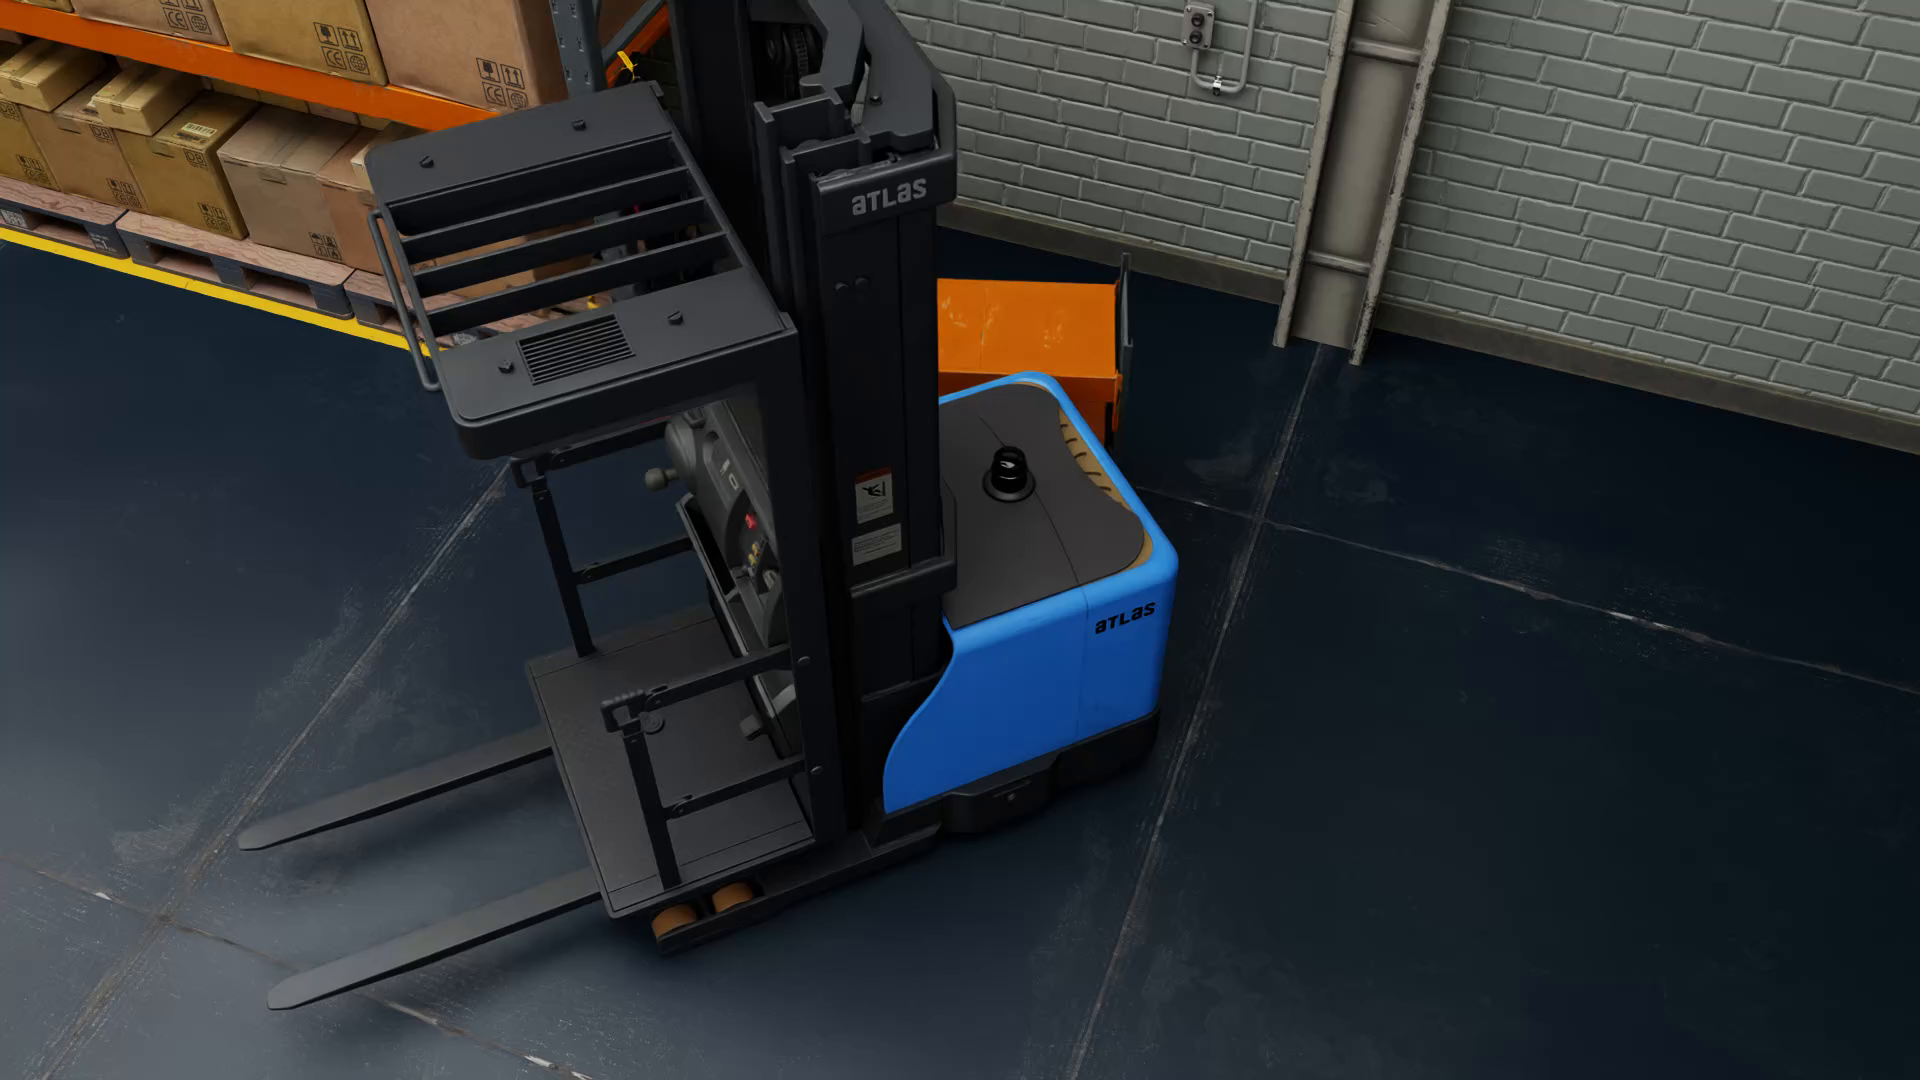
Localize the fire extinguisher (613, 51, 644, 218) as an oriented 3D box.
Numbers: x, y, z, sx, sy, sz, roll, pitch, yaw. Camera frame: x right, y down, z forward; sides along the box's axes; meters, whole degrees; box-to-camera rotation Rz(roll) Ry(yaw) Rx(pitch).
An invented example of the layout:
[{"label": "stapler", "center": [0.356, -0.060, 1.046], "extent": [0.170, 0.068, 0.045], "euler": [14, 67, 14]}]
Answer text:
[{"label": "fire extinguisher", "center": [-1.228, -1.484, 6.215], "extent": [0.183, 0.674, 0.296], "euler": [16, 51, 13]}]

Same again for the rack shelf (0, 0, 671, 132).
[{"label": "rack shelf", "center": [-3.086, -2.286, 7.089], "extent": [4.000, 0.370, 1.077], "euler": [16, 51, 13]}]

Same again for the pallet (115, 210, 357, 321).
[{"label": "pallet", "center": [-3.128, -1.559, 7.828], "extent": [1.213, 0.211, 1.003], "euler": [16, 51, 13]}]

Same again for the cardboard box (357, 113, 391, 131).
[{"label": "cardboard box", "center": [-2.425, -1.948, 7.267], "extent": [0.250, 0.149, 0.380], "euler": [16, 51, 13]}]

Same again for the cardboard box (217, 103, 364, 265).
[{"label": "cardboard box", "center": [-2.843, -1.691, 7.474], "extent": [0.500, 0.500, 0.700], "euler": [14, 51, 12]}]

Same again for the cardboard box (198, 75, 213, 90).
[{"label": "cardboard box", "center": [-3.384, -2.215, 7.498], "extent": [0.250, 0.149, 0.380], "euler": [16, 51, 14]}]

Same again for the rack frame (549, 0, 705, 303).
[{"label": "rack frame", "center": [-1.210, -1.998, 6.363], "extent": [0.127, 3.000, 1.000], "euler": [16, 51, 13]}]

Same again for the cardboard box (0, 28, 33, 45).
[{"label": "cardboard box", "center": [-4.363, -2.487, 7.734], "extent": [0.250, 0.149, 0.380], "euler": [15, 51, 13]}]

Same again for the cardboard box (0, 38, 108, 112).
[{"label": "cardboard box", "center": [-4.038, -2.089, 7.389], "extent": [0.250, 0.149, 0.380], "euler": [17, 51, 14]}]

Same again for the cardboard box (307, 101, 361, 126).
[{"label": "cardboard box", "center": [-2.664, -2.015, 7.325], "extent": [0.250, 0.149, 0.380], "euler": [16, 51, 14]}]

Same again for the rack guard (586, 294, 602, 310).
[{"label": "rack guard", "center": [-1.187, -1.173, 7.302], "extent": [0.348, 0.500, 1.175], "euler": [16, 51, 13]}]

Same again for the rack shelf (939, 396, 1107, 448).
[{"label": "rack shelf", "center": [0.083, -0.344, 6.494], "extent": [1.000, 0.278, 0.538], "euler": [2, 49, 2]}]

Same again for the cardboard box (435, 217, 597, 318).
[{"label": "cardboard box", "center": [-1.901, -1.429, 7.246], "extent": [0.500, 0.500, 0.700], "euler": [16, 51, 13]}]

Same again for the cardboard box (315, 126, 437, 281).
[{"label": "cardboard box", "center": [-2.371, -1.560, 7.360], "extent": [0.500, 0.500, 0.700], "euler": [15, 51, 13]}]

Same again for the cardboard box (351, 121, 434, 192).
[{"label": "cardboard box", "center": [-2.325, -1.612, 6.976], "extent": [0.250, 0.149, 0.380], "euler": [17, 51, 14]}]

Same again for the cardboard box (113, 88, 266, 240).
[{"label": "cardboard box", "center": [-3.345, -1.826, 7.590], "extent": [0.500, 0.500, 0.700], "euler": [17, 51, 14]}]

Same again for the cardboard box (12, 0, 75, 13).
[{"label": "cardboard box", "center": [-3.776, -2.795, 6.855], "extent": [0.700, 0.700, 0.980], "euler": [14, 51, 12]}]

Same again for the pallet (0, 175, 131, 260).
[{"label": "pallet", "center": [-4.276, -1.877, 8.104], "extent": [1.213, 0.211, 1.003], "euler": [16, 51, 13]}]

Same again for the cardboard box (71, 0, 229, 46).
[{"label": "cardboard box", "center": [-3.090, -2.611, 6.696], "extent": [0.700, 0.700, 0.980], "euler": [13, 50, 11]}]

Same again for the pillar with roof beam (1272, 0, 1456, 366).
[{"label": "pillar with roof beam", "center": [0.131, -0.817, 1.370], "extent": [0.400, 9.000, 9.100], "euler": [16, 51, 13]}]

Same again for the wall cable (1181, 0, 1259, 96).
[{"label": "wall cable", "center": [0.319, -2.666, 6.270], "extent": [1.851, 1.984, 0.084], "euler": [16, 51, 13]}]

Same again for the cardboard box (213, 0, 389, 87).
[{"label": "cardboard box", "center": [-2.378, -2.405, 6.518], "extent": [0.700, 0.700, 0.980], "euler": [15, 51, 13]}]

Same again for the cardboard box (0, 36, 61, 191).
[{"label": "cardboard box", "center": [-4.296, -2.096, 7.824], "extent": [0.500, 0.500, 0.700], "euler": [16, 51, 14]}]

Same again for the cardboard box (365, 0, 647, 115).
[{"label": "cardboard box", "center": [-1.692, -2.222, 6.359], "extent": [0.700, 0.700, 0.980], "euler": [18, 51, 15]}]

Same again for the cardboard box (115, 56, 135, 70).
[{"label": "cardboard box", "center": [-3.621, -2.282, 7.556], "extent": [0.250, 0.149, 0.380], "euler": [14, 51, 12]}]

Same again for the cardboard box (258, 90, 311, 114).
[{"label": "cardboard box", "center": [-2.905, -2.081, 7.382], "extent": [0.250, 0.149, 0.380], "euler": [16, 51, 13]}]

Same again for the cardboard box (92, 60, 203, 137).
[{"label": "cardboard box", "center": [-3.548, -1.952, 7.271], "extent": [0.250, 0.149, 0.380], "euler": [14, 51, 12]}]

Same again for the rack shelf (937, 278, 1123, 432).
[{"label": "rack shelf", "center": [0.083, -0.696, 6.088], "extent": [1.000, 0.278, 0.538], "euler": [2, 49, 2]}]

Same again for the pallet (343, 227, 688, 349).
[{"label": "pallet", "center": [-1.987, -1.238, 7.550], "extent": [1.213, 0.211, 1.003], "euler": [16, 51, 13]}]

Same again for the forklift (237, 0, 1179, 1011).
[{"label": "forklift", "center": [-0.864, -0.074, 4.741], "extent": [3.031, 2.935, 1.130], "euler": [-19, 52, -15]}]

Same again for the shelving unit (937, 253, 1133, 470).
[{"label": "shelving unit", "center": [0.083, -0.504, 6.309], "extent": [1.048, 1.125, 0.538], "euler": [2, 49, 2]}]

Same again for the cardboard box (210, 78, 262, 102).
[{"label": "cardboard box", "center": [-3.142, -2.148, 7.440], "extent": [0.250, 0.149, 0.380], "euler": [15, 51, 12]}]

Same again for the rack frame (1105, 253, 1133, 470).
[{"label": "rack frame", "center": [0.590, -0.484, 6.291], "extent": [0.032, 1.125, 0.500], "euler": [2, 49, 2]}]

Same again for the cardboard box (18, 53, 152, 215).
[{"label": "cardboard box", "center": [-3.826, -1.962, 7.708], "extent": [0.500, 0.500, 0.700], "euler": [15, 51, 13]}]
